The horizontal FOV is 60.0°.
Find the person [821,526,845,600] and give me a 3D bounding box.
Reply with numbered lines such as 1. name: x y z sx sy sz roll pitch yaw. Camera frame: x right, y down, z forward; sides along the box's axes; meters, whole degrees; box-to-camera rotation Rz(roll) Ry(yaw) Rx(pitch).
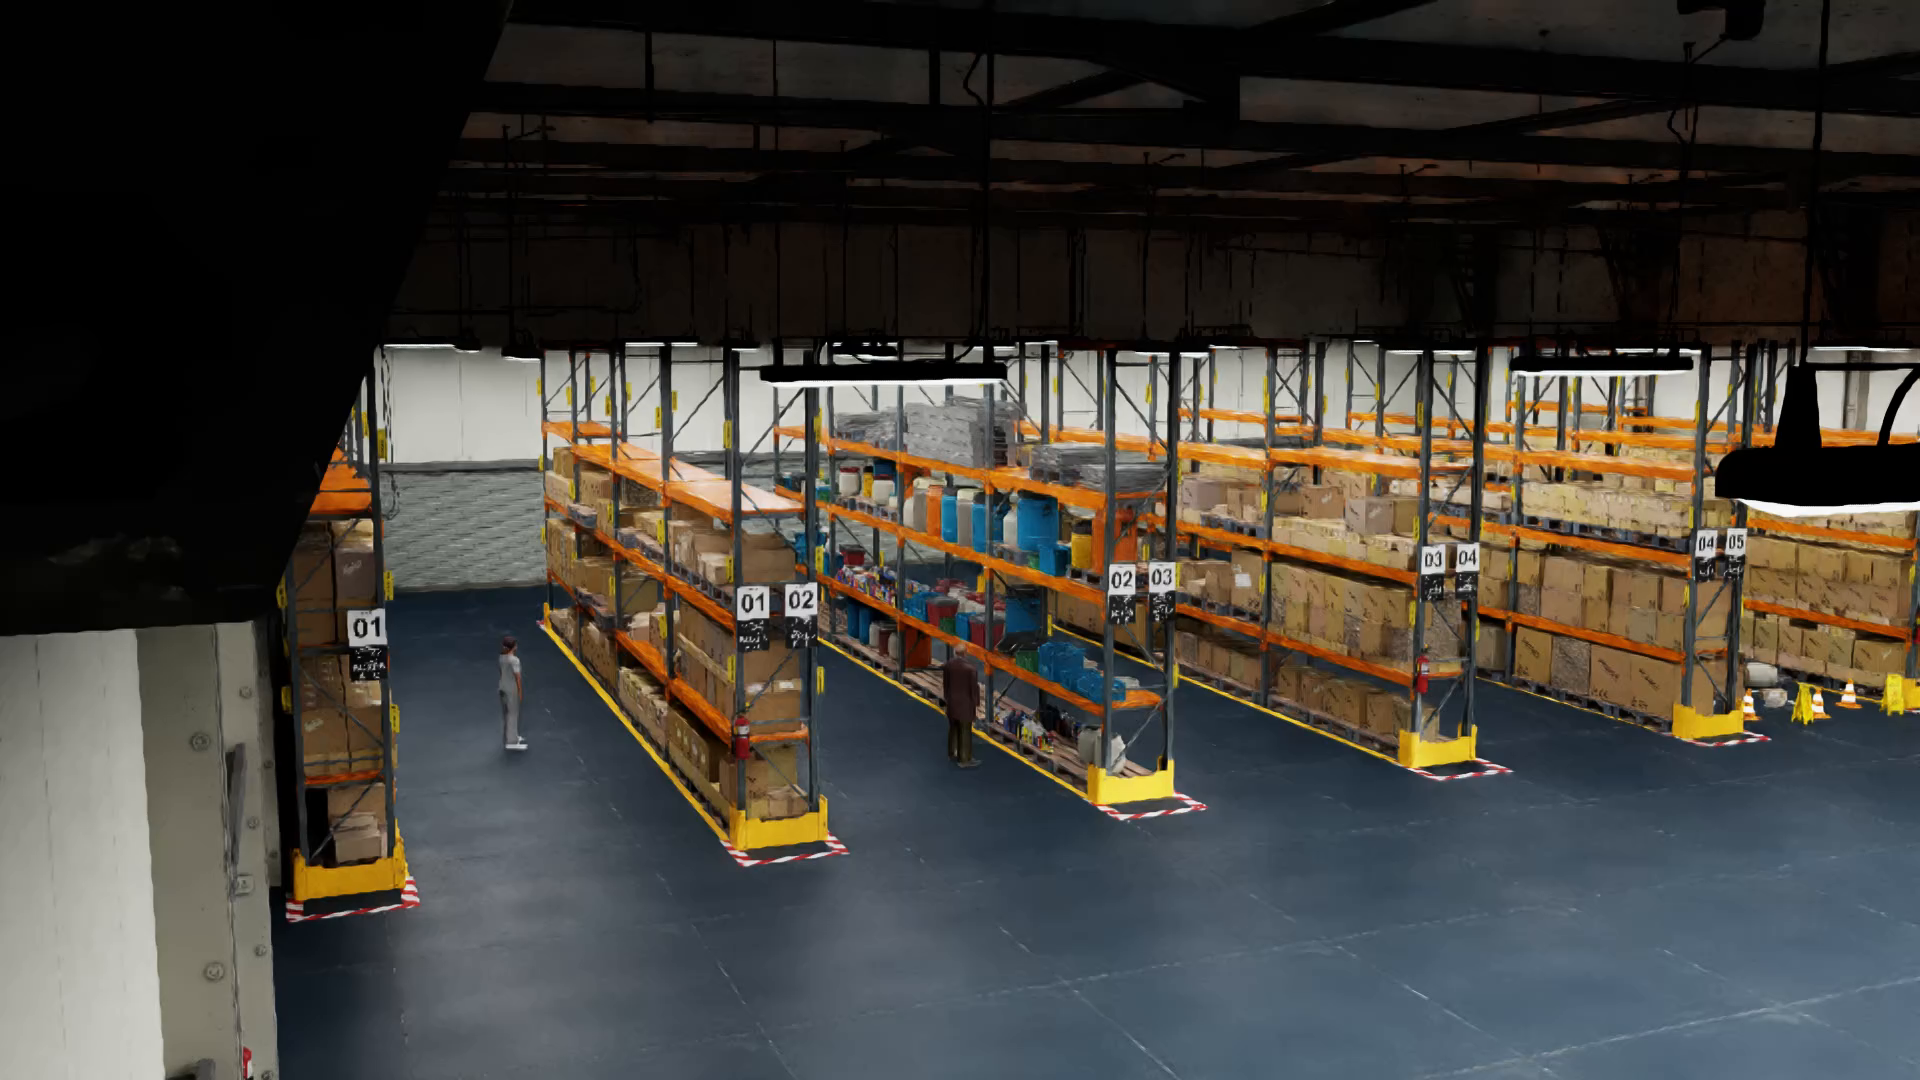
1. person: -3.111 0.527 38.166 0.621 1.725 0.954 -7 10 -44

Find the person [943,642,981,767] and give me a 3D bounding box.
1. person: 0.041 2.333 23.877 0.632 1.783 0.505 5 9 36

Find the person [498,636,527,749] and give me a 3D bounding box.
1. person: -6.675 2.258 24.874 0.539 1.679 0.454 6 10 40
